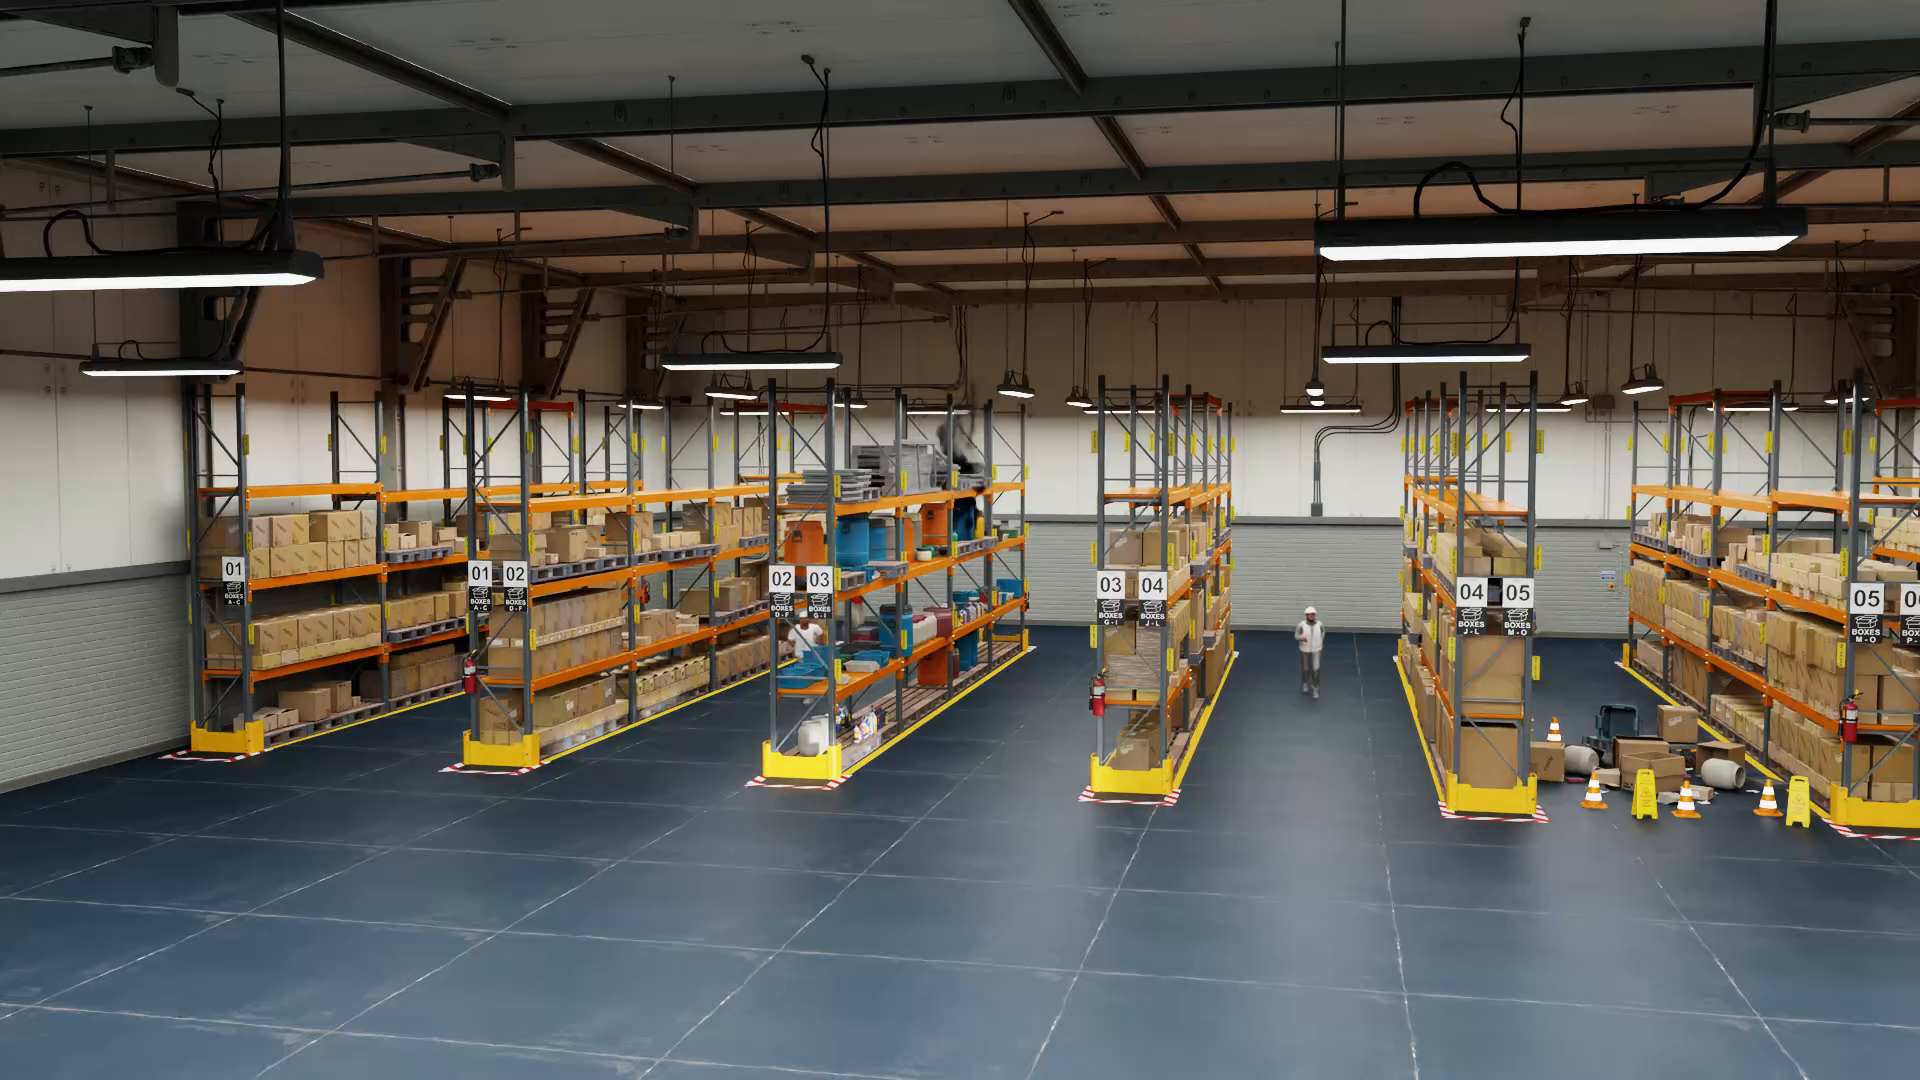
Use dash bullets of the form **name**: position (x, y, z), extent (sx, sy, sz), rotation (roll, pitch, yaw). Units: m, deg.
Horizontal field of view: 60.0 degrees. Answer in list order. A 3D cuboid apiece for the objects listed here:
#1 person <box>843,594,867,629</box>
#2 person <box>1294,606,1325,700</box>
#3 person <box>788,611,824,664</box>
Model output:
- **person**: position (-2.656, 1.757, 42.312), extent (0.699, 1.718, 0.631), rotation (-3, 4, -41)
- **person**: position (6.960, 2.216, 33.100), extent (0.610, 1.805, 0.889), rotation (1, 3, 9)
- **person**: position (-3.018, 2.198, 32.309), extent (0.632, 1.666, 0.868), rotation (1, 3, 11)
